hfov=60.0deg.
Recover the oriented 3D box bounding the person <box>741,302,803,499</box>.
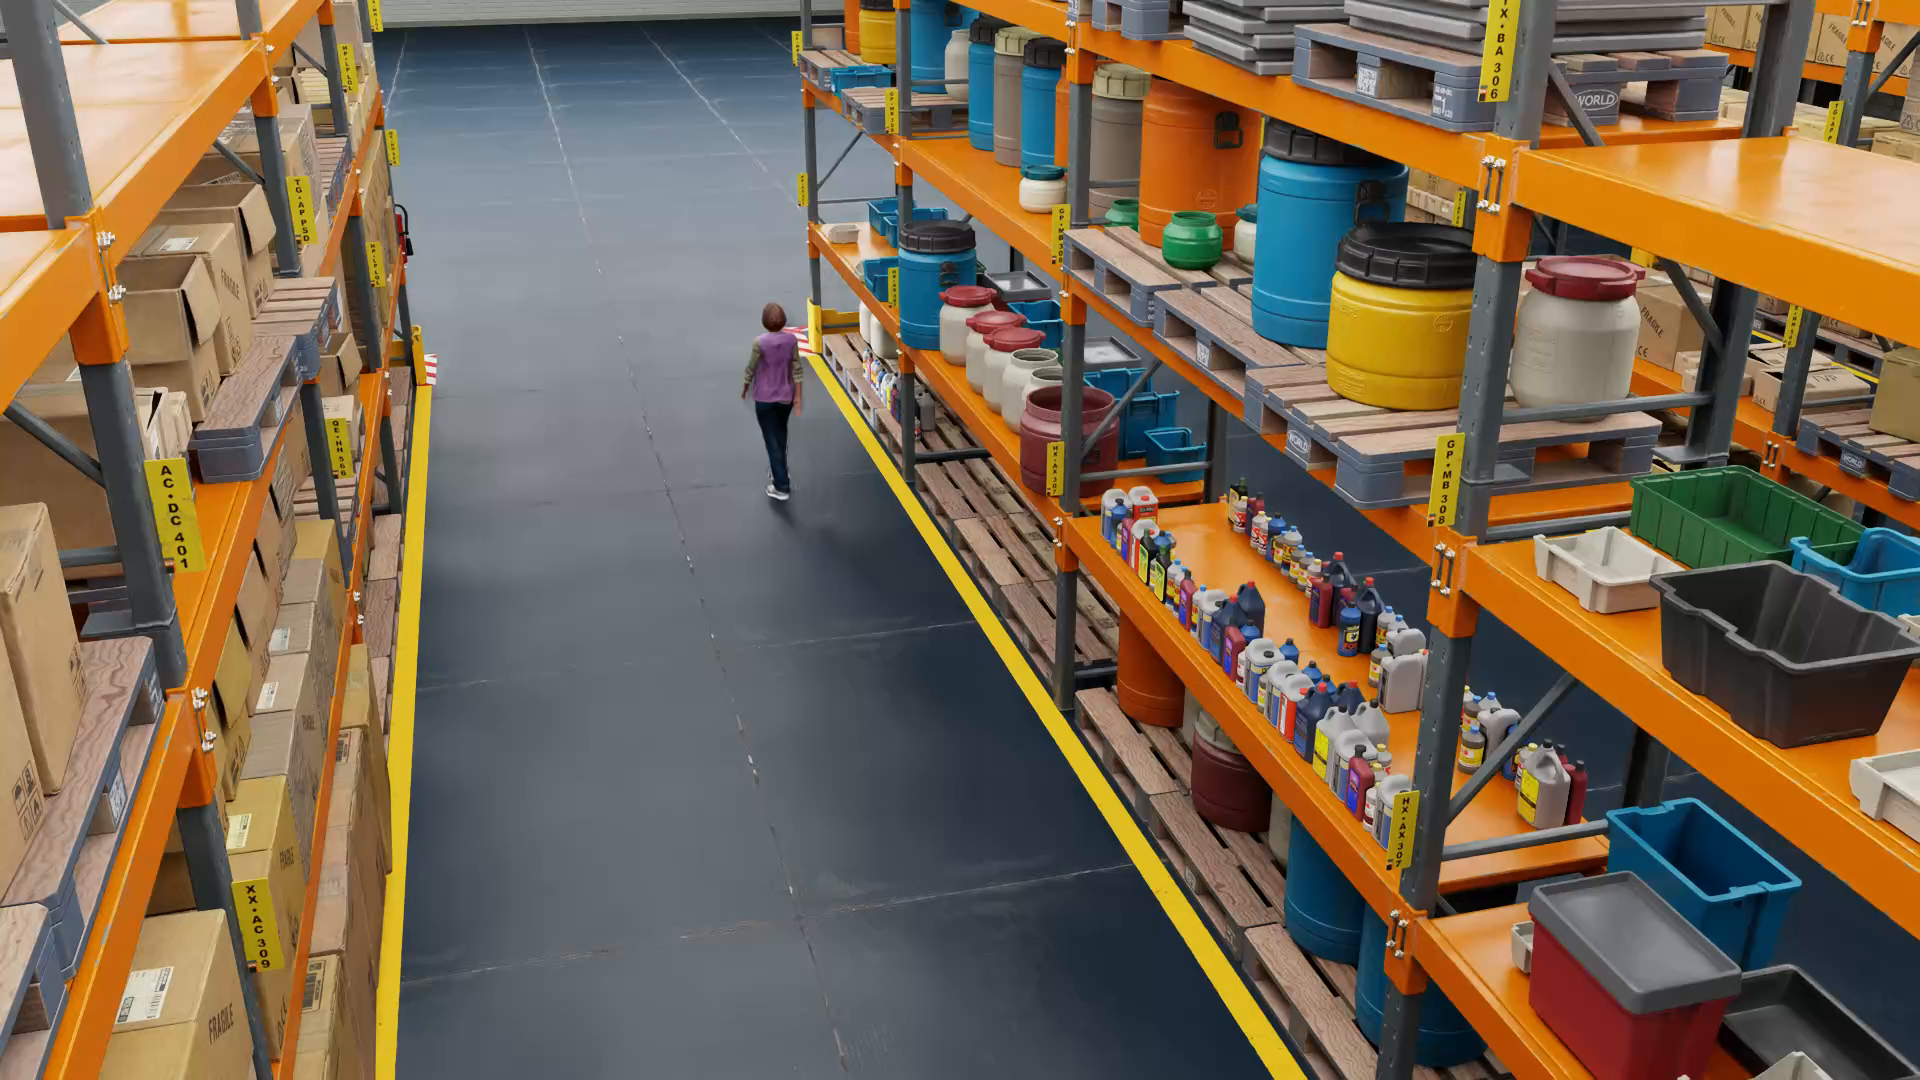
[{"bbox_3d":[-1.519,-1.146,13.299,0.423,1.602,0.745,-14,27,-29],"label":"person"}]
